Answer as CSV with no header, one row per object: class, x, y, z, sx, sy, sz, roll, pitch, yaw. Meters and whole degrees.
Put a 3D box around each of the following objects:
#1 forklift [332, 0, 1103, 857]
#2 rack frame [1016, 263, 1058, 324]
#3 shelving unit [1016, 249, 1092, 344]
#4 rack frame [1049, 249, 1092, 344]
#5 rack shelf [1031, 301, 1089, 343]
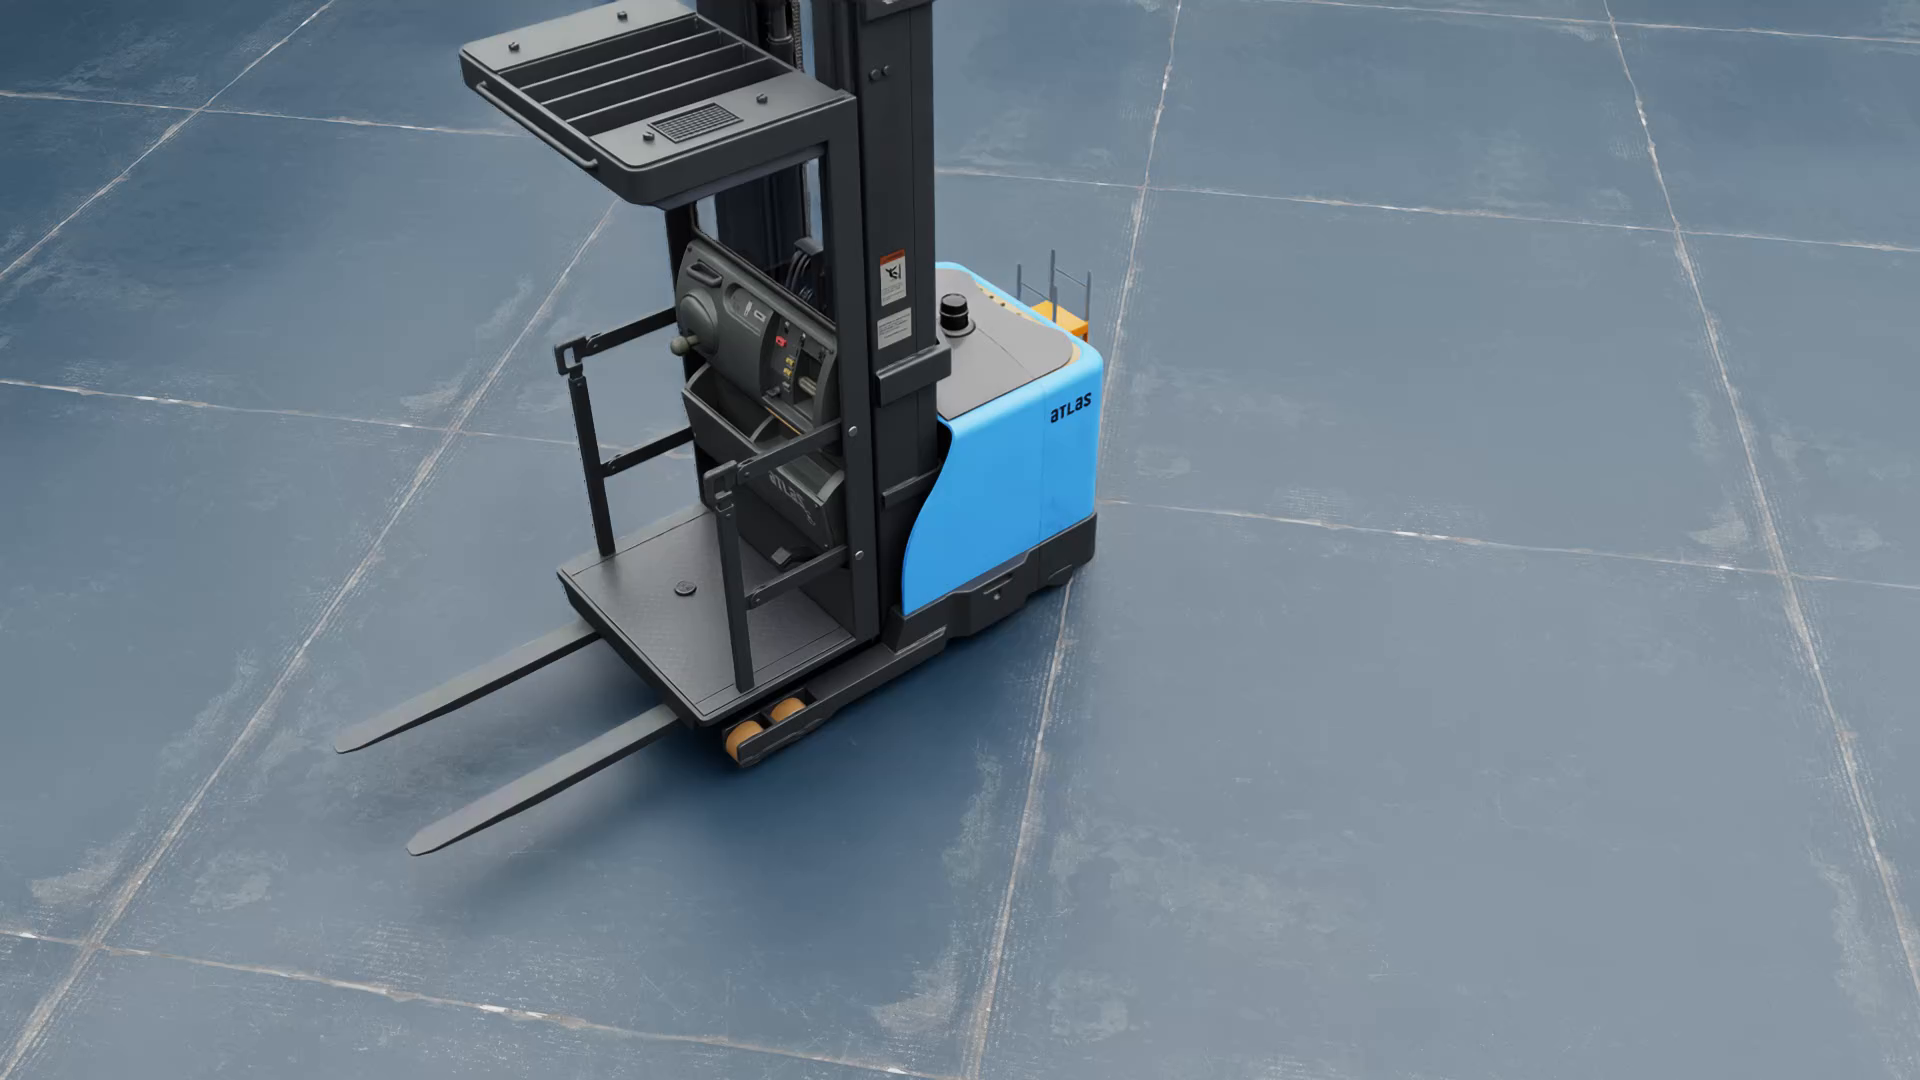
forklift,-0.888,-0.667,5.756,3.031,2.935,1.130,-28,47,-29
rack frame,0.309,-0.598,7.031,0.006,1.200,0.240,-28,47,-29
shelving unit,0.380,-0.635,7.076,0.189,1.200,0.258,-28,47,-29
rack frame,0.451,-0.672,7.121,0.006,1.200,0.240,-28,47,-29
rack shelf,0.380,-0.878,6.875,0.180,0.103,0.258,-28,47,-29
